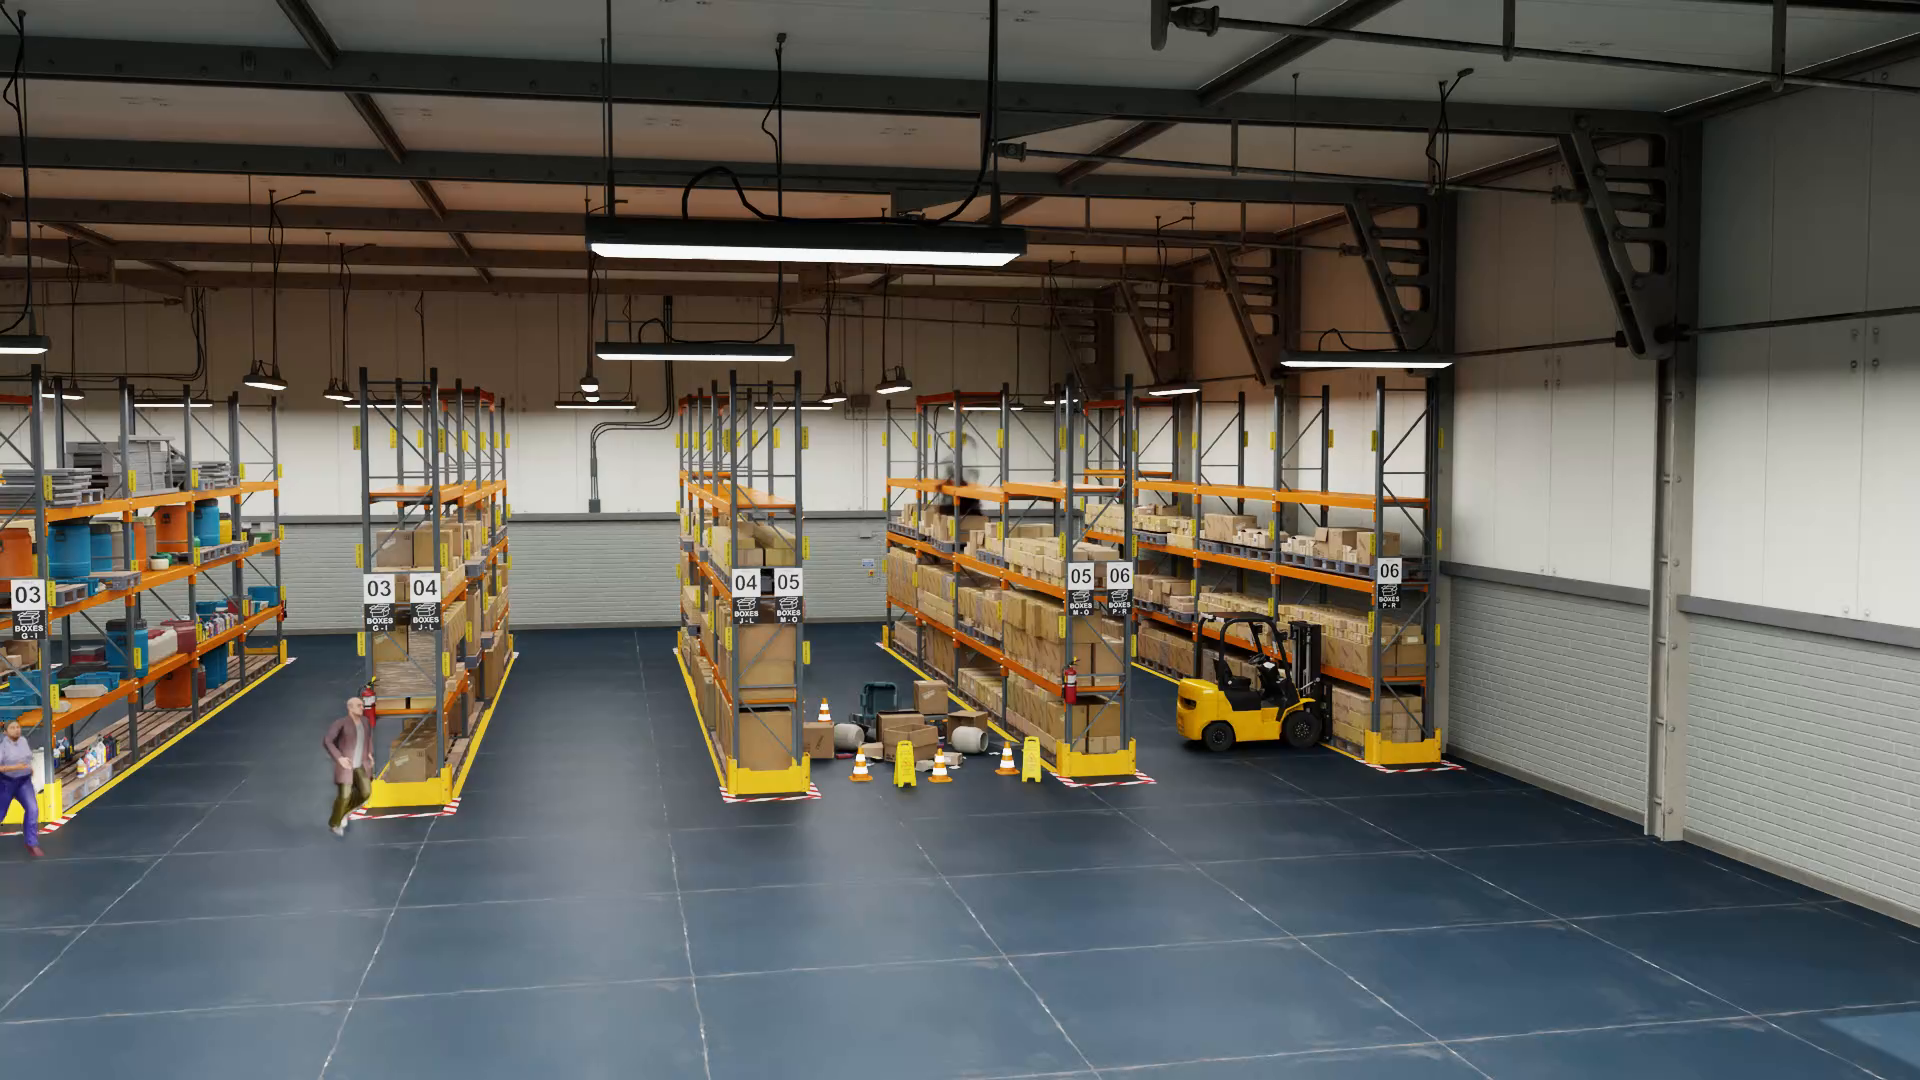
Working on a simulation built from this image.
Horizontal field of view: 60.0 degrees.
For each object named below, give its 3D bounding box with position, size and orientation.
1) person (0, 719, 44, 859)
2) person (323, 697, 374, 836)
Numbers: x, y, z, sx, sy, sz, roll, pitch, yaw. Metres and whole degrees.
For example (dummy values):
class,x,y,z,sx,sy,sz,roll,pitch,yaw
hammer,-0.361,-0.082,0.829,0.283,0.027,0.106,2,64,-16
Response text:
class,x,y,z,sx,sy,sz,roll,pitch,yaw
person,-11.469,2.991,20.072,0.909,1.687,0.612,2,4,26
person,-7.773,2.885,21.315,0.562,1.726,0.772,2,4,36
